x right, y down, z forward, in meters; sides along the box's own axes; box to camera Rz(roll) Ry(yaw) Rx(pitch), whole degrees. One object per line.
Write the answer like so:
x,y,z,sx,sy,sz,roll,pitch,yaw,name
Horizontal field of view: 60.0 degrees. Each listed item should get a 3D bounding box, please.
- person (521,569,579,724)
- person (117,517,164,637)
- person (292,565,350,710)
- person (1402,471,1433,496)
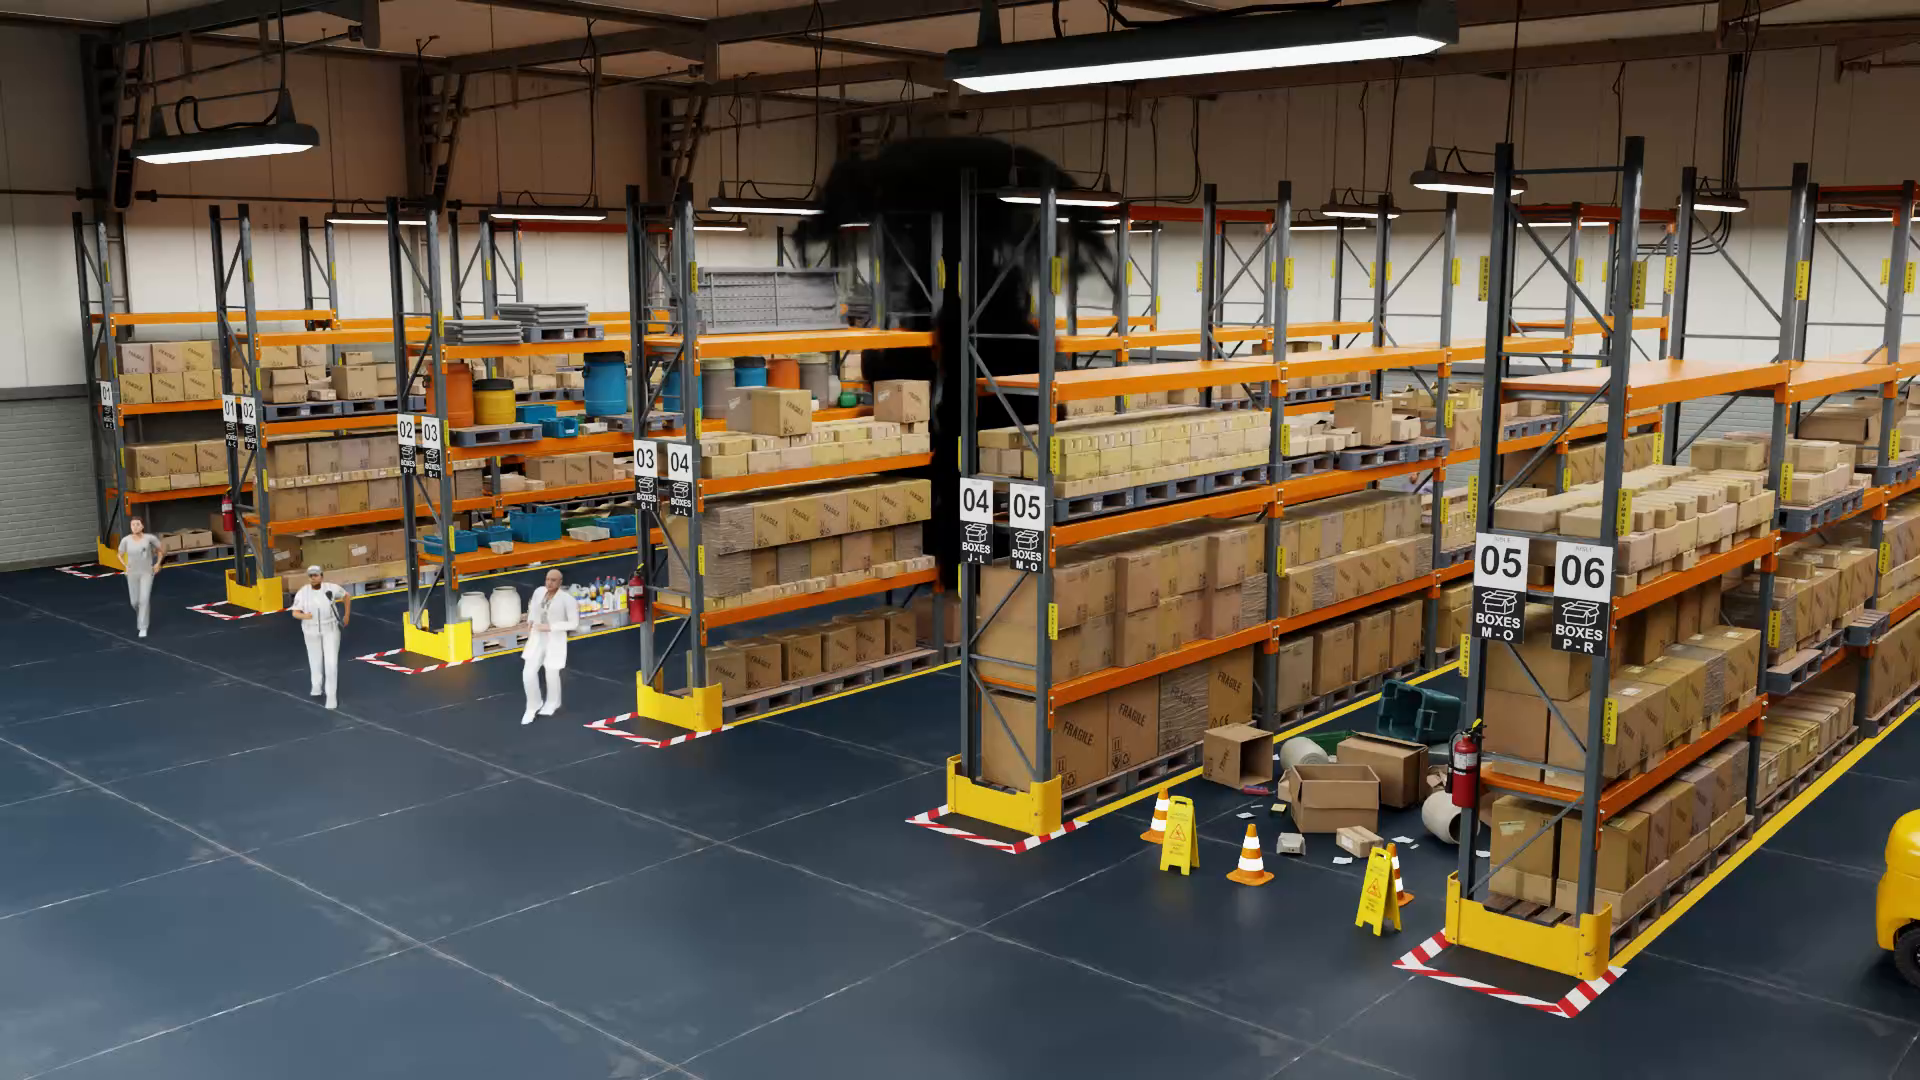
-4.605,1.203,18.863,0.714,1.811,0.728,2,10,11,person
-11.509,0.485,23.405,0.590,1.666,0.763,-3,10,-18,person
-7.512,1.119,19.609,0.610,1.712,0.875,-2,10,-14,person
8.041,-0.427,28.985,0.726,1.652,0.750,-8,13,-41,person
